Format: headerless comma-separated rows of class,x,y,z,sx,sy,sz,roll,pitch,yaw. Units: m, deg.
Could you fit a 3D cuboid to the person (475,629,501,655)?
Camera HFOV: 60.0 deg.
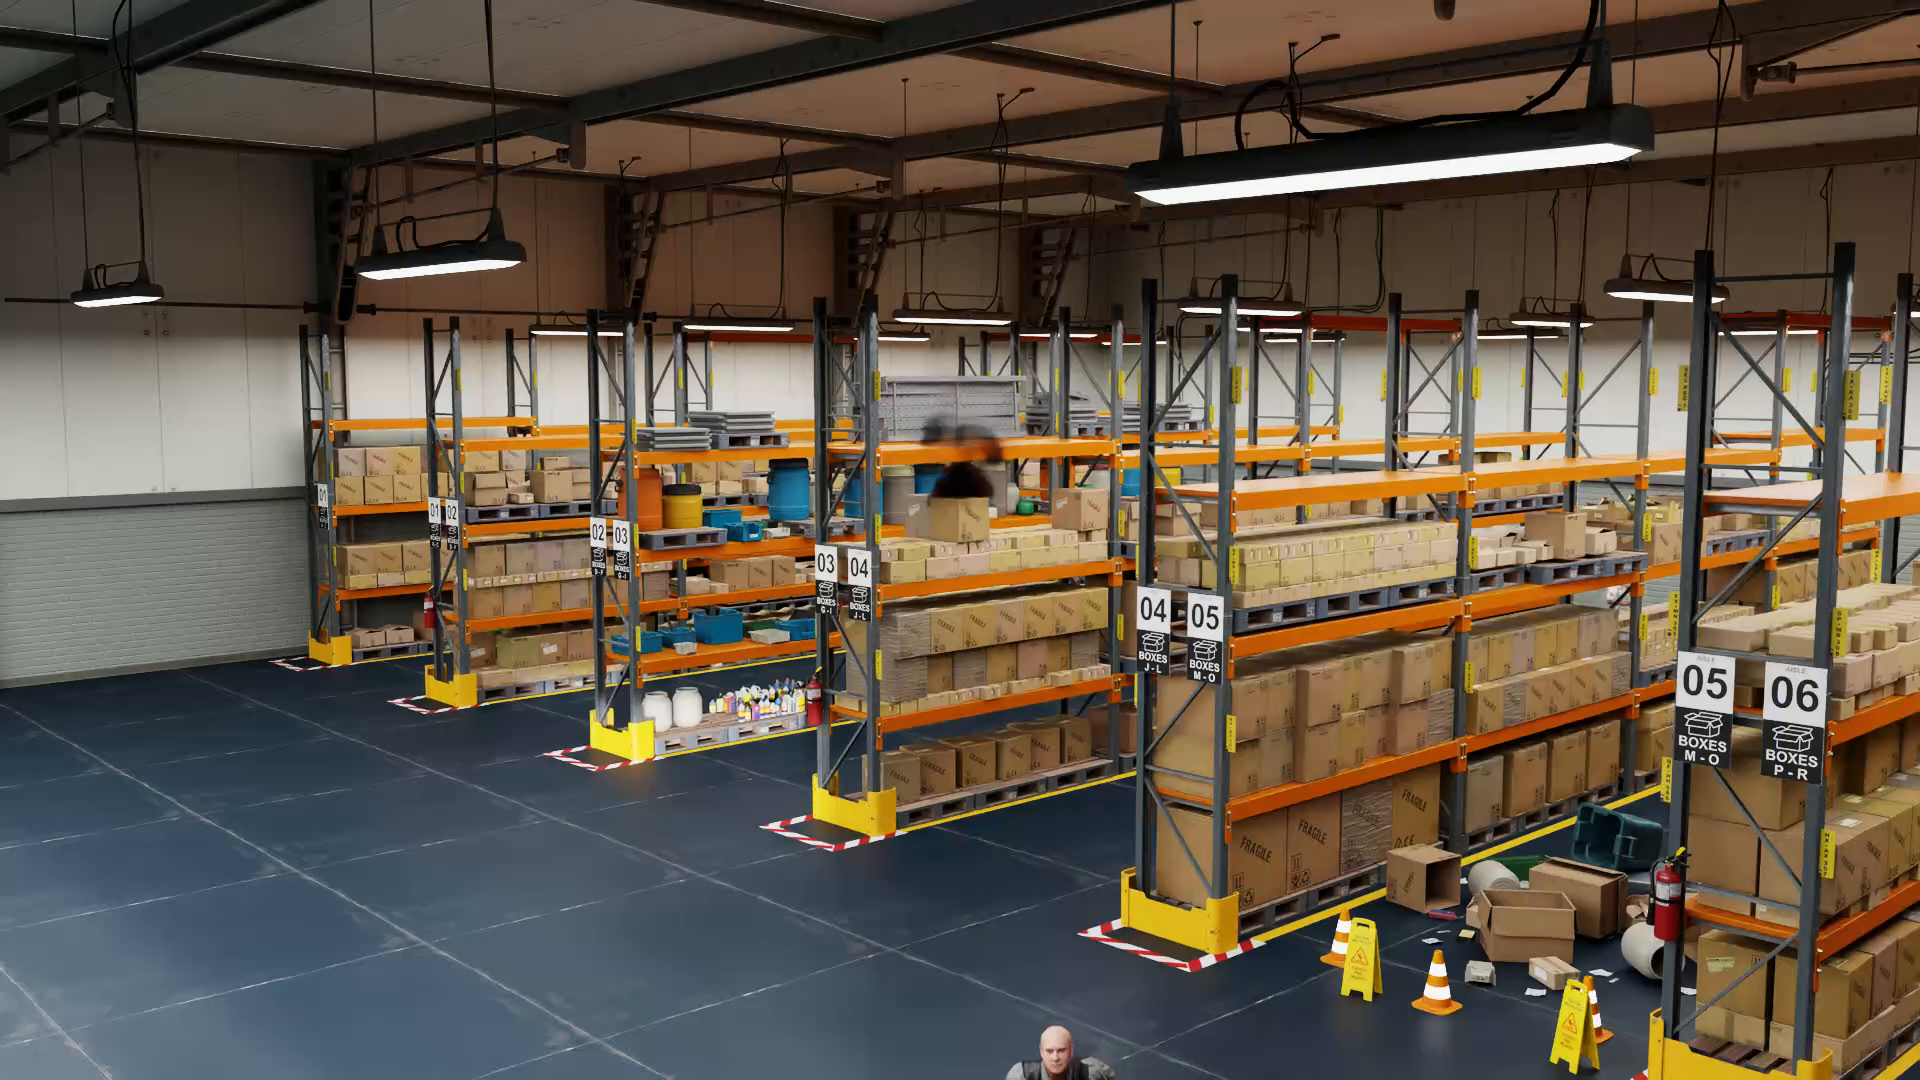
person,-7.968,1.428,28.218,0.761,1.737,0.643,-5,8,-43

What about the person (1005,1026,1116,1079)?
person,0.517,3.415,9.101,0.657,1.735,1.013,1,6,7

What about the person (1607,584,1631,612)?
person,11.831,1.347,29.802,0.606,1.680,0.896,-2,6,-23
